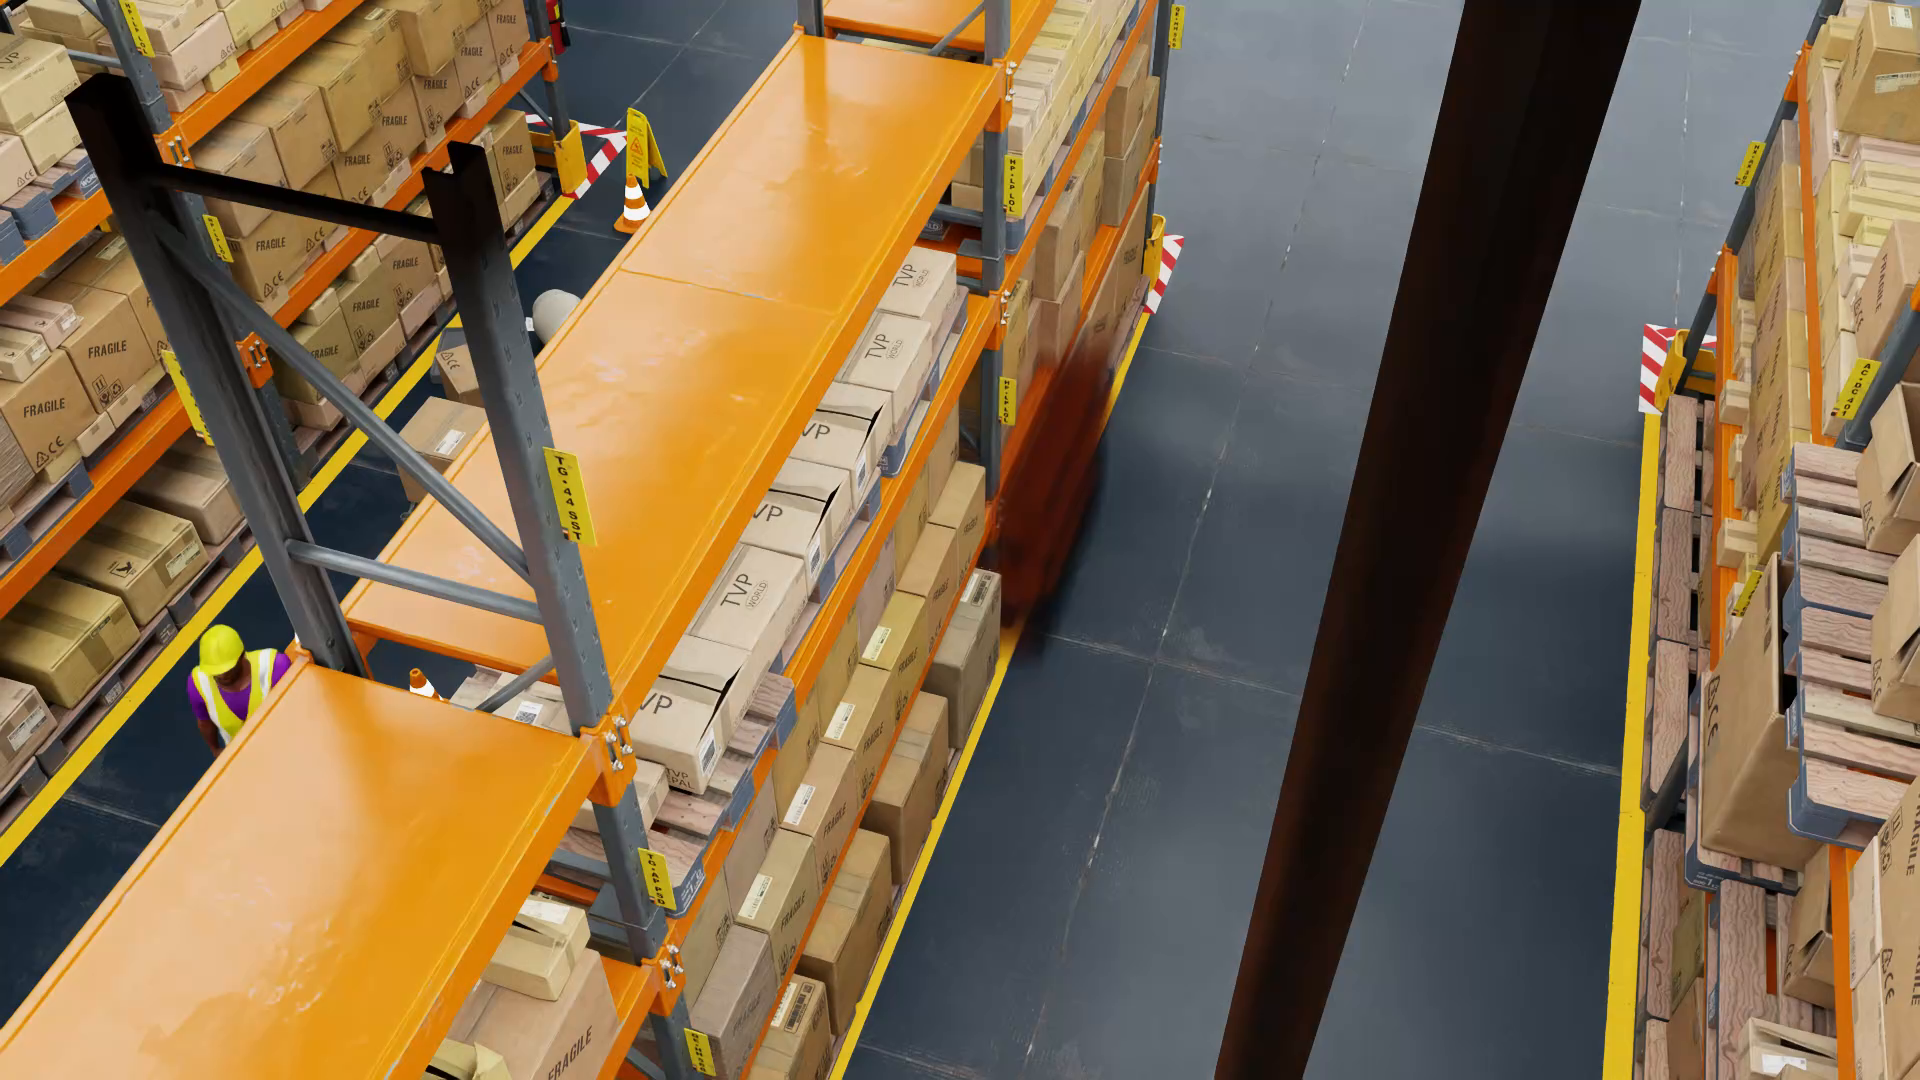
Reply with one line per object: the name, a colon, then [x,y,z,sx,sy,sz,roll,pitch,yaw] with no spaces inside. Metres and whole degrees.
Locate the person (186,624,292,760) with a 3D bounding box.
person: [-3.681,1.081,8.861,0.609,1.787,0.389,-8,46,-7]
